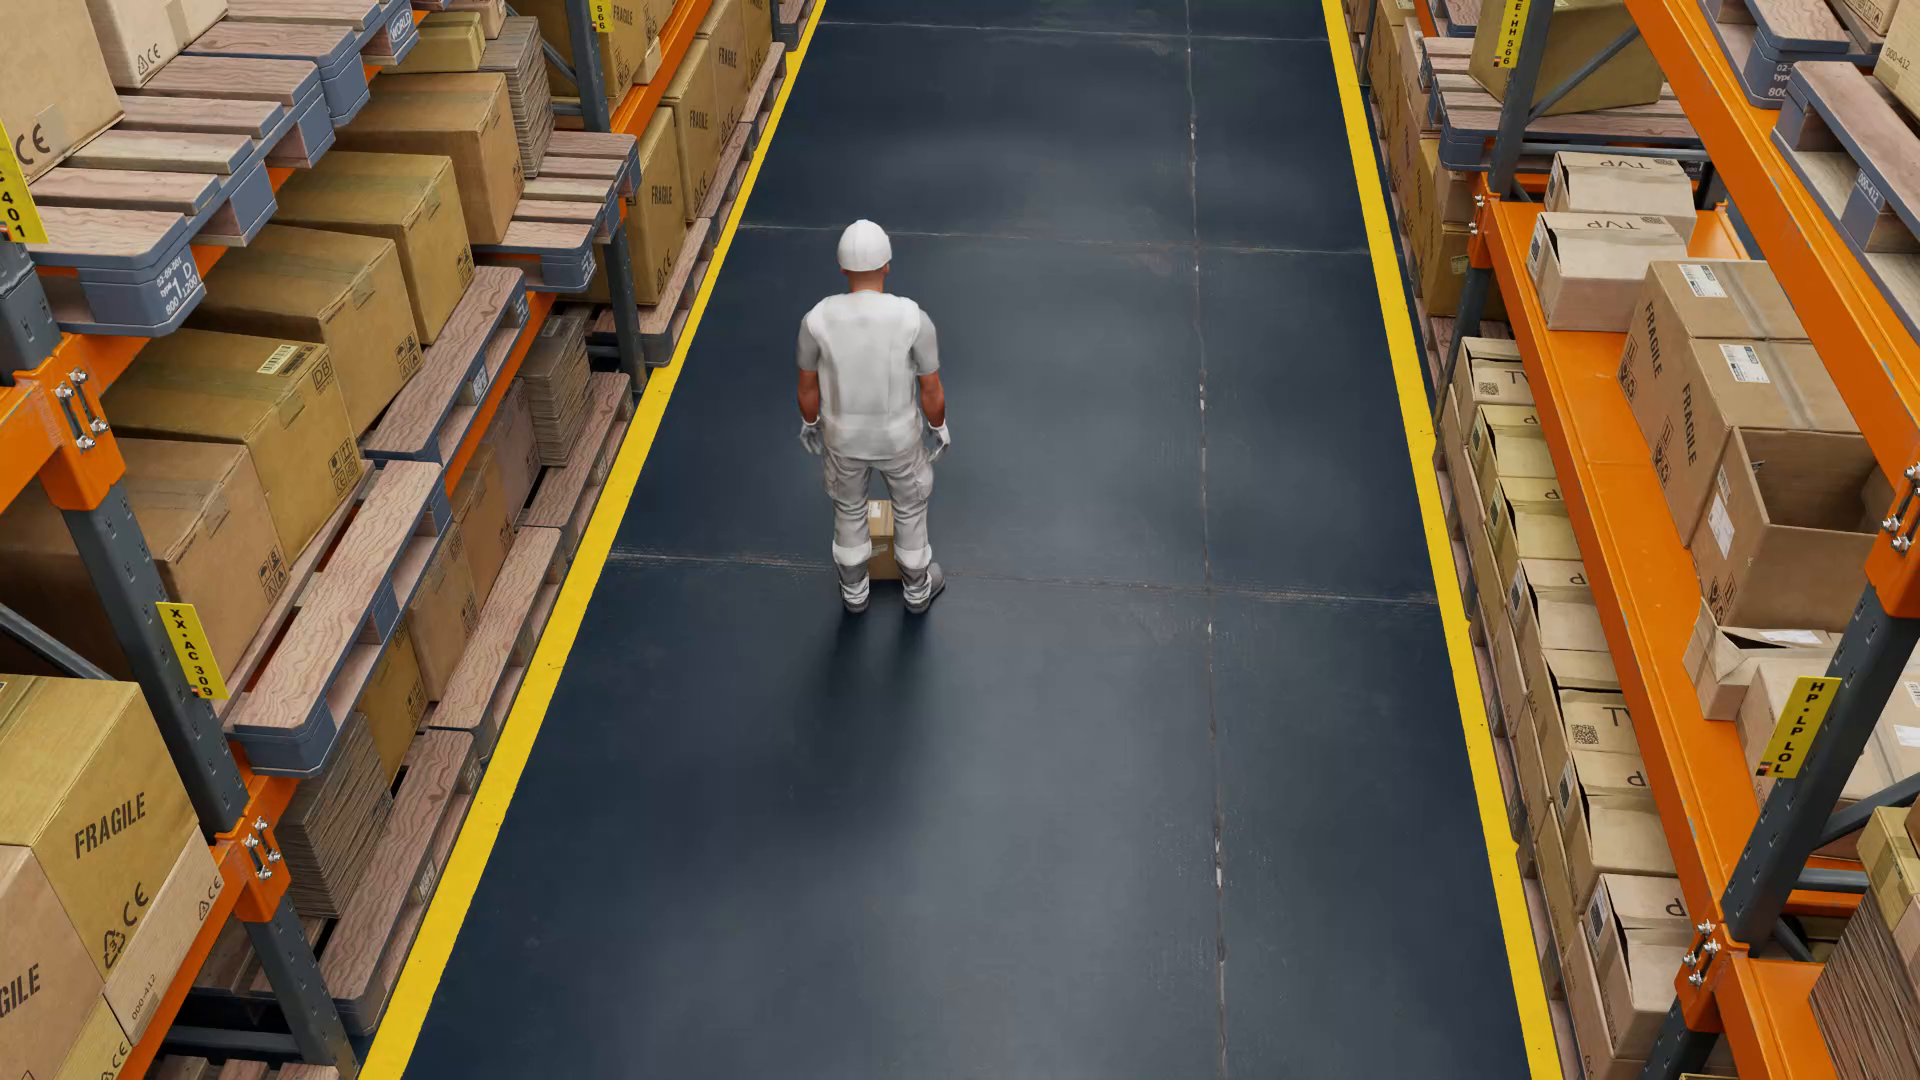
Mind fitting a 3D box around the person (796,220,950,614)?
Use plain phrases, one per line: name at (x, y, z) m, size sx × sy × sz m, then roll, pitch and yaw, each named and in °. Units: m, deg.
person at (-0.343, -0.446, 6.681) m, size 0.608 × 1.779 × 0.453 m, roll 3°, pitch 40°, yaw 4°
